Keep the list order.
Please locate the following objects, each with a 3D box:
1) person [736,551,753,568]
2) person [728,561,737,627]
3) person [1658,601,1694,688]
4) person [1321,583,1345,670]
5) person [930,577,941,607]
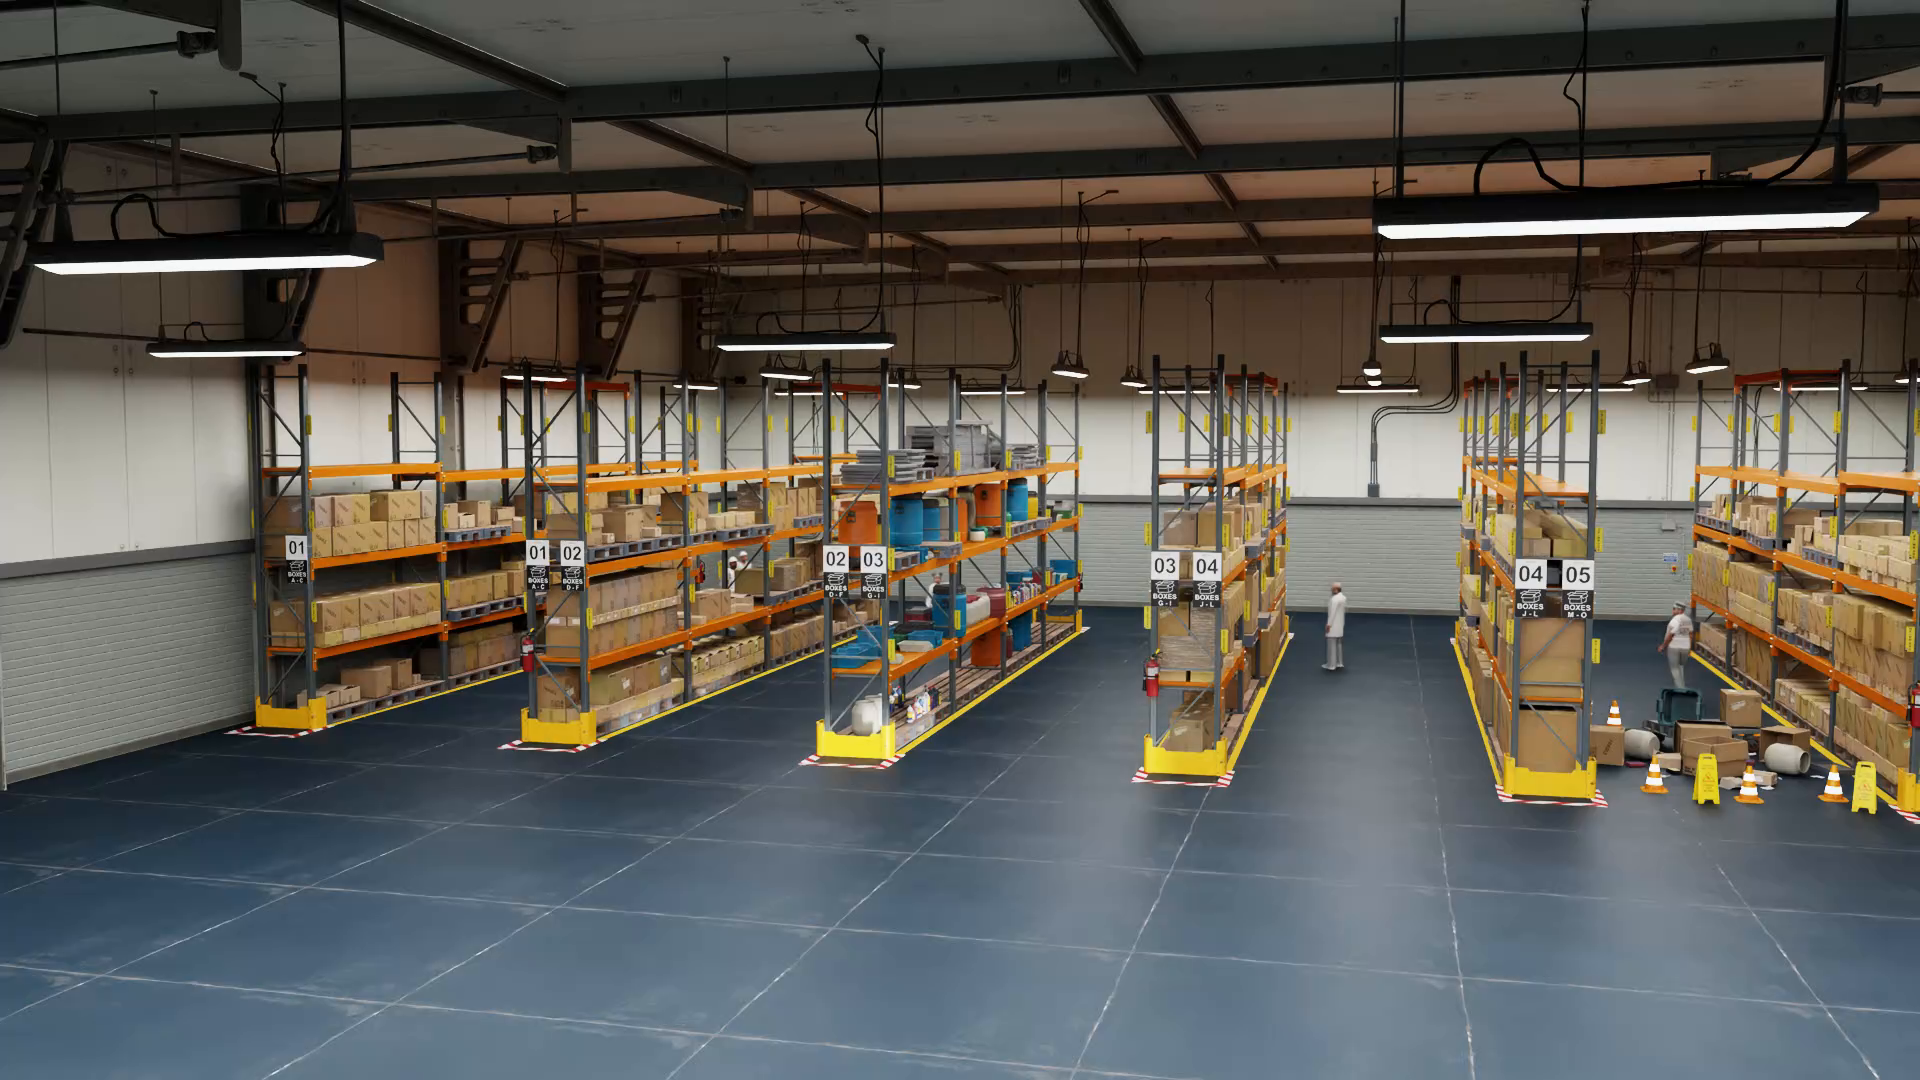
[{"bbox_3d":[-5.595,1.154,43.132,0.546,1.745,0.950,-3,5,-36],"label":"person"},{"bbox_3d":[-5.536,1.285,40.783,0.417,1.685,0.582,2,4,23],"label":"person"},{"bbox_3d":[13.191,2.014,30.597,0.620,1.812,0.686,0,4,-2],"label":"person"},{"bbox_3d":[7.641,1.765,34.165,0.430,1.790,0.597,2,5,31],"label":"person"},{"bbox_3d":[-0.522,1.576,38.010,0.351,1.599,0.948,1,4,16],"label":"person"}]
